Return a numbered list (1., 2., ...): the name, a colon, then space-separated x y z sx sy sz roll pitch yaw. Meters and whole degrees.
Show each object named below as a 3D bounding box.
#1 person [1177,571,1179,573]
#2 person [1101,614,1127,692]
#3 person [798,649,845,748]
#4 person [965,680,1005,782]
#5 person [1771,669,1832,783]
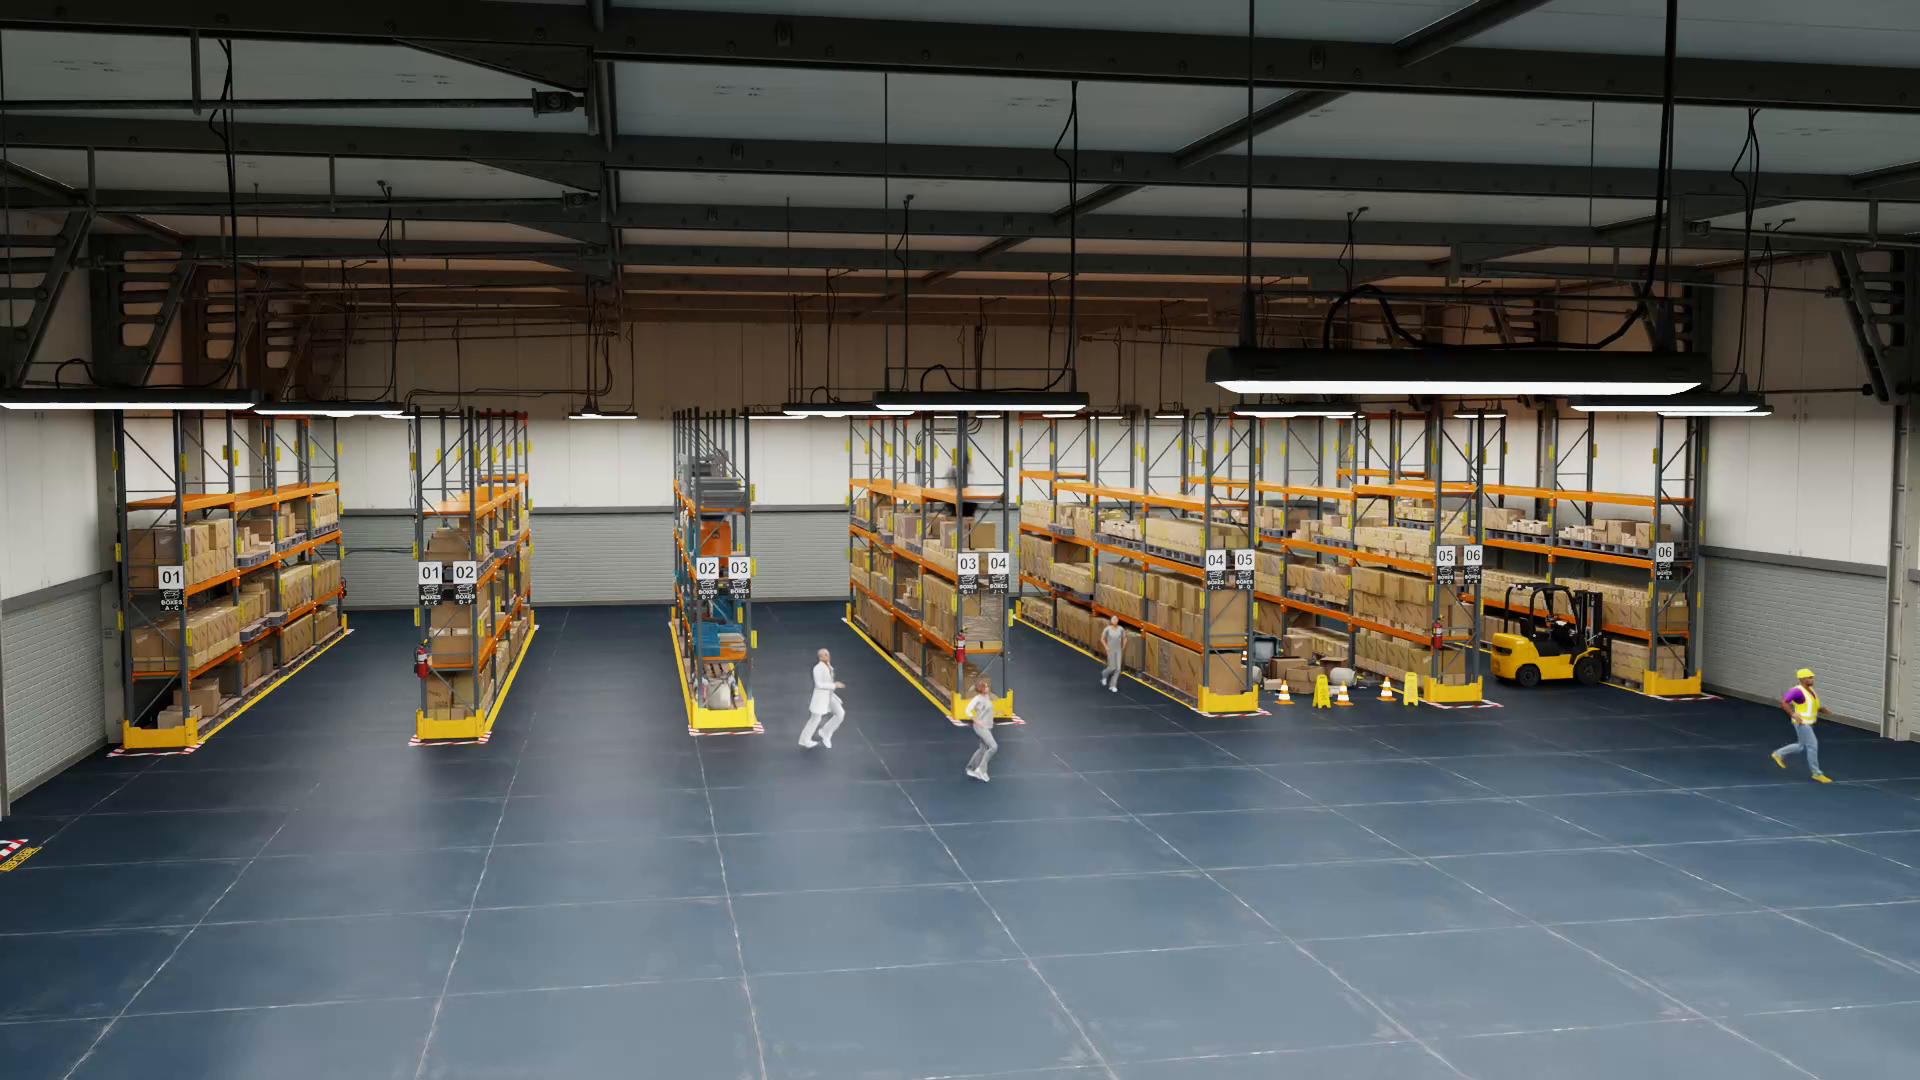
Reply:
1. person: 6.874 1.244 51.024 0.600 1.710 0.699 1 4 12
2. person: 3.292 2.395 35.463 0.560 1.638 0.605 -1 4 -13
3. person: -2.370 2.811 29.054 0.920 1.687 0.735 2 5 26
4. person: 0.396 3.041 26.529 0.622 1.610 0.518 1 4 17
5. person: 13.505 2.945 26.646 0.700 1.773 0.968 -4 6 -44
